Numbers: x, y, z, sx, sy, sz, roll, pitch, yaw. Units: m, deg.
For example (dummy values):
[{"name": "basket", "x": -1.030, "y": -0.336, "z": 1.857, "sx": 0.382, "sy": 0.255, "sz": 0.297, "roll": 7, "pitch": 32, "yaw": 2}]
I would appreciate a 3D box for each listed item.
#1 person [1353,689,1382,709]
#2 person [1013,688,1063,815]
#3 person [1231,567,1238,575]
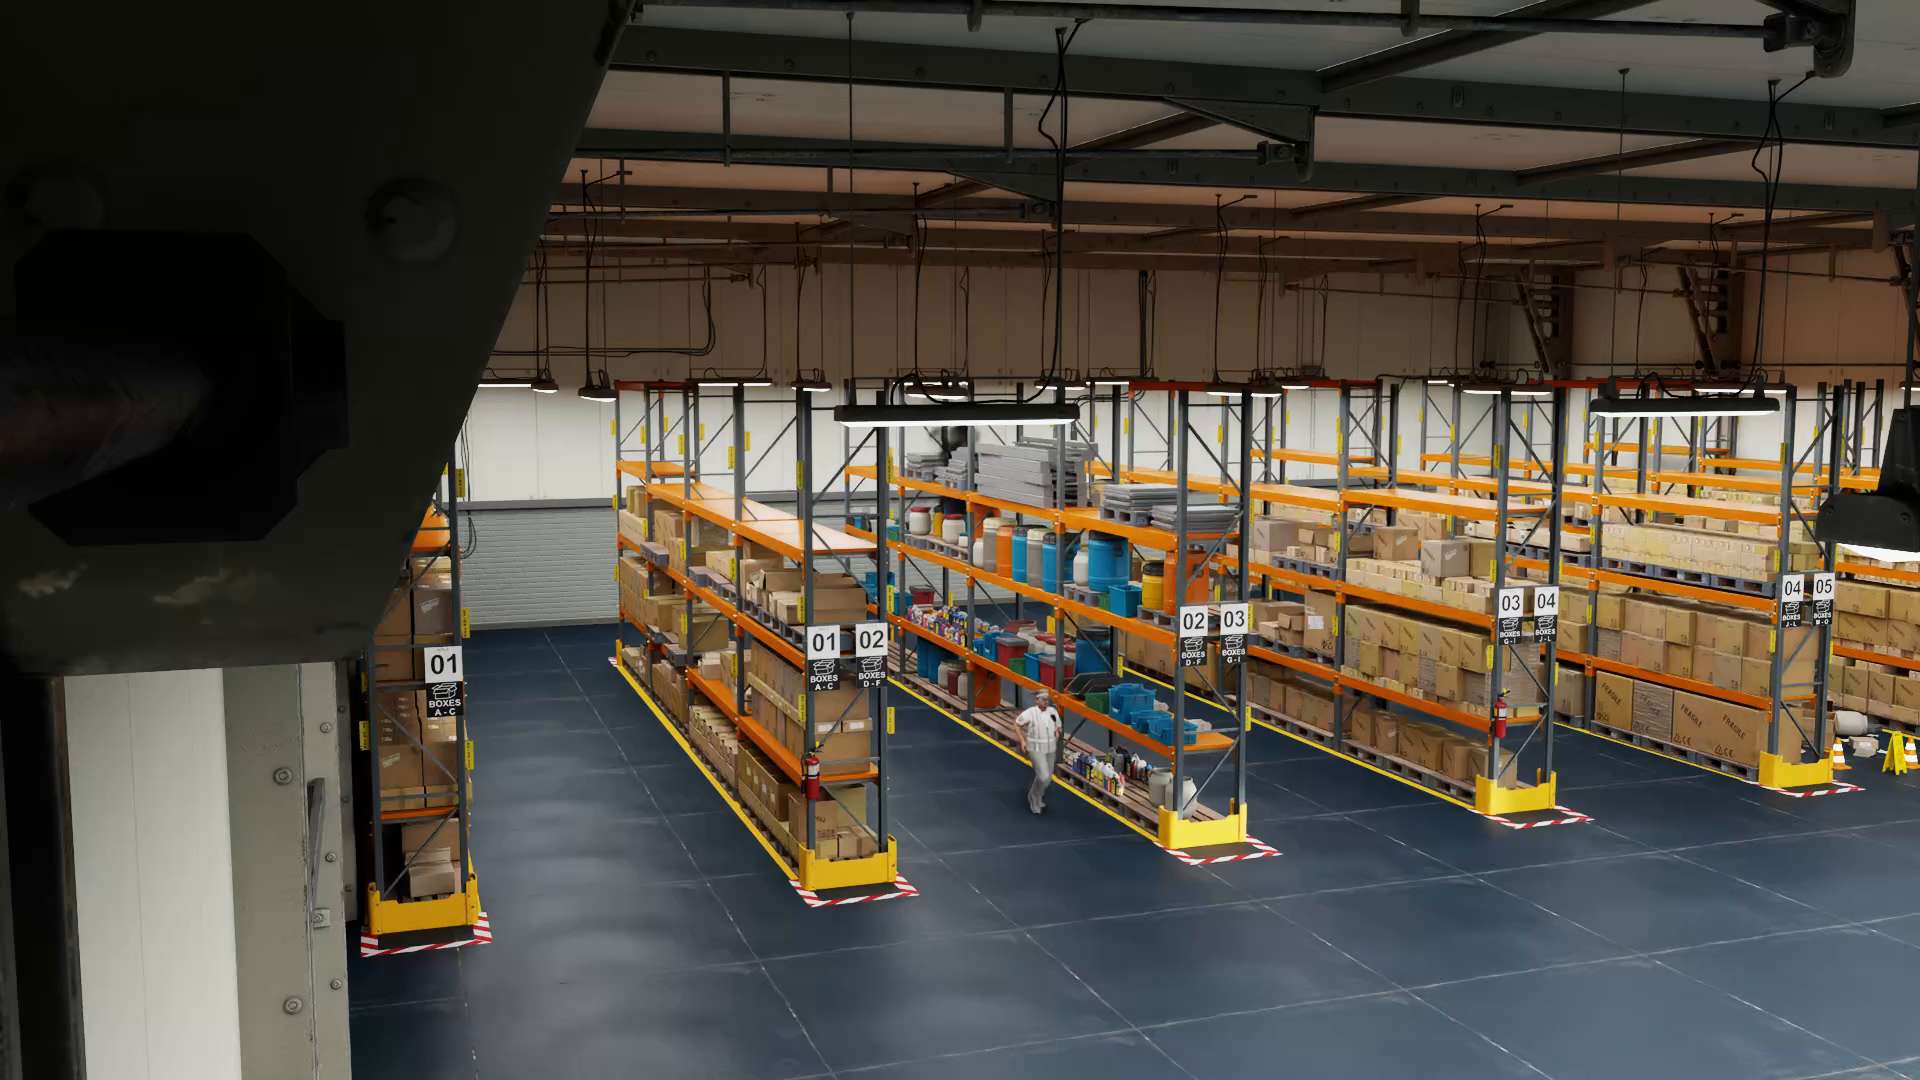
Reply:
[{"name": "person", "x": 7.561, "y": 2.371, "z": 30.419, "sx": 0.638, "sy": 1.606, "sz": 0.955, "roll": -3, "pitch": 7, "yaw": -28}, {"name": "person", "x": 1.171, "y": 2.981, "z": 23.464, "sx": 0.636, "sy": 1.801, "sz": 0.693, "roll": -3, "pitch": 7, "yaw": -30}, {"name": "person", "x": 7.060, "y": 1.068, "z": 41.421, "sx": 0.634, "sy": 1.830, "sz": 0.713, "roll": 6, "pitch": 8, "yaw": 44}]
